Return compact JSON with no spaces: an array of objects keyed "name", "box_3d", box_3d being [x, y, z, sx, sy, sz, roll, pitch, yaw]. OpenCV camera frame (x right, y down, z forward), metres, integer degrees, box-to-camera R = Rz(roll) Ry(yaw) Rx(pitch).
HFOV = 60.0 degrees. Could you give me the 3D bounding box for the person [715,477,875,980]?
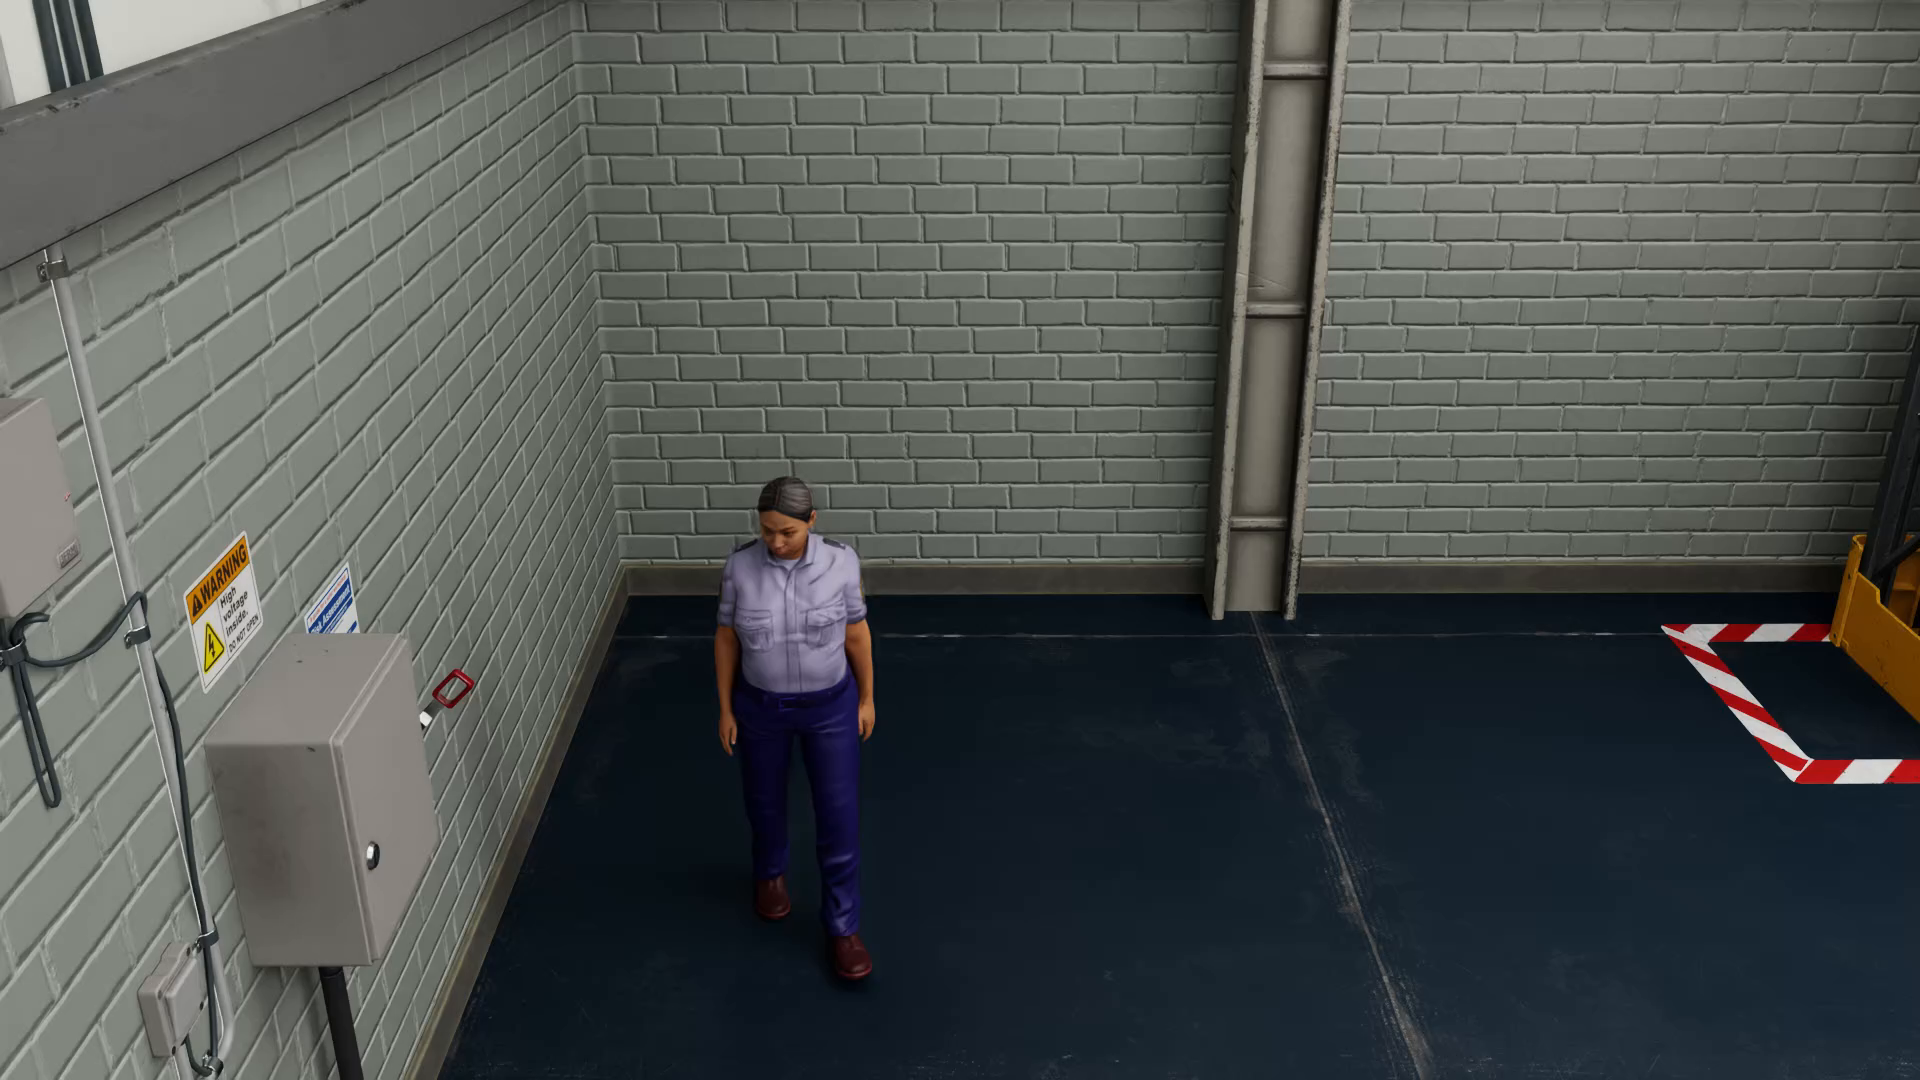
[{"name":"person","box_3d":[-0.524,0.581,5.321,0.507,1.634,0.680,-2,24,-4]}]
